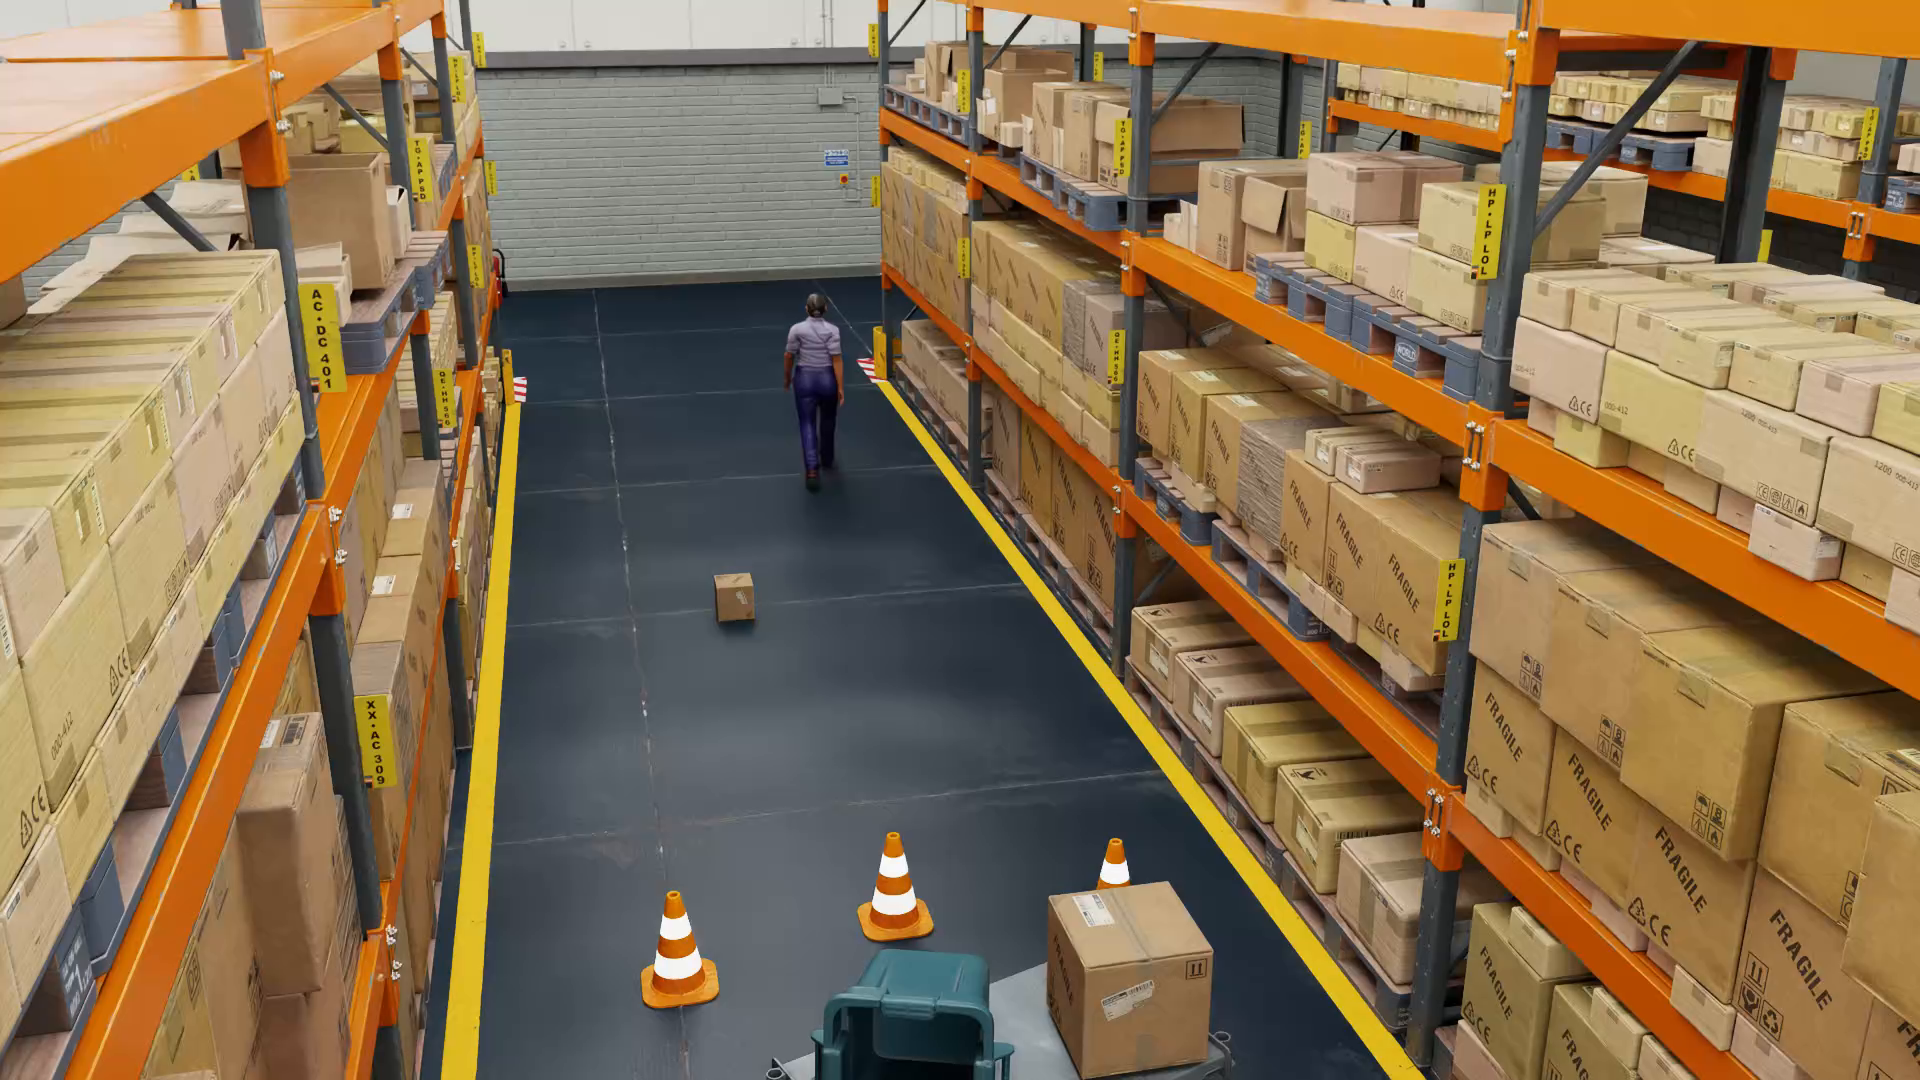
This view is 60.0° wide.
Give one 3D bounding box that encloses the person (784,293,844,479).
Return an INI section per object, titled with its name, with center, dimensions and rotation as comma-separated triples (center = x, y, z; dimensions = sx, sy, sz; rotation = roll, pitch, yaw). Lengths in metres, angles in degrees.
[person]
center = -1.265, -1.354, 14.369
dimensions = 0.504, 1.595, 0.986
rotation = -3, 20, -8
